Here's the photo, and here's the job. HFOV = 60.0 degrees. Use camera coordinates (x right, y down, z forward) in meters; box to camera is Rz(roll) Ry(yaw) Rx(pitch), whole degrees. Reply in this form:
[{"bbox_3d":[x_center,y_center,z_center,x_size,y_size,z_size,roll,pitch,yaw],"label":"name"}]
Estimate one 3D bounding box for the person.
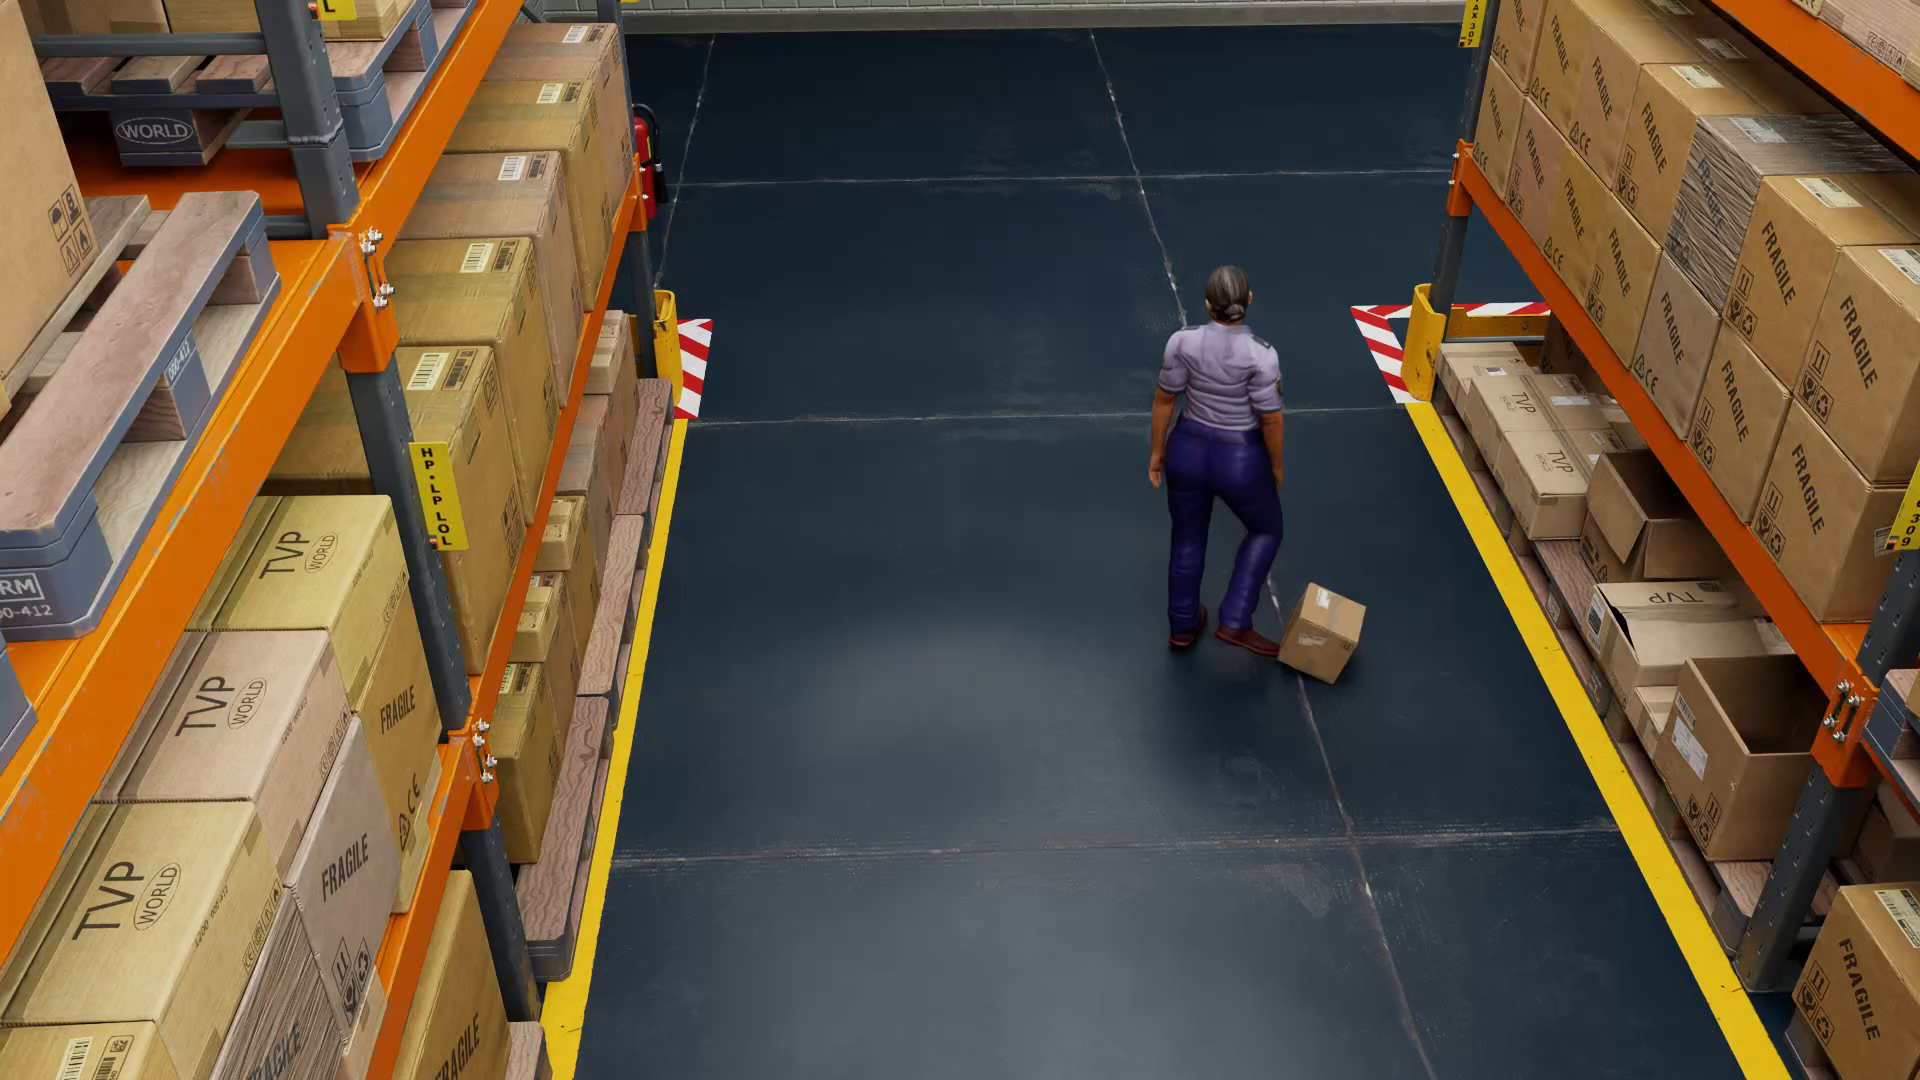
[{"bbox_3d":[1.045,-0.276,6.517,0.650,1.641,0.449,16,38,21],"label":"person"}]
